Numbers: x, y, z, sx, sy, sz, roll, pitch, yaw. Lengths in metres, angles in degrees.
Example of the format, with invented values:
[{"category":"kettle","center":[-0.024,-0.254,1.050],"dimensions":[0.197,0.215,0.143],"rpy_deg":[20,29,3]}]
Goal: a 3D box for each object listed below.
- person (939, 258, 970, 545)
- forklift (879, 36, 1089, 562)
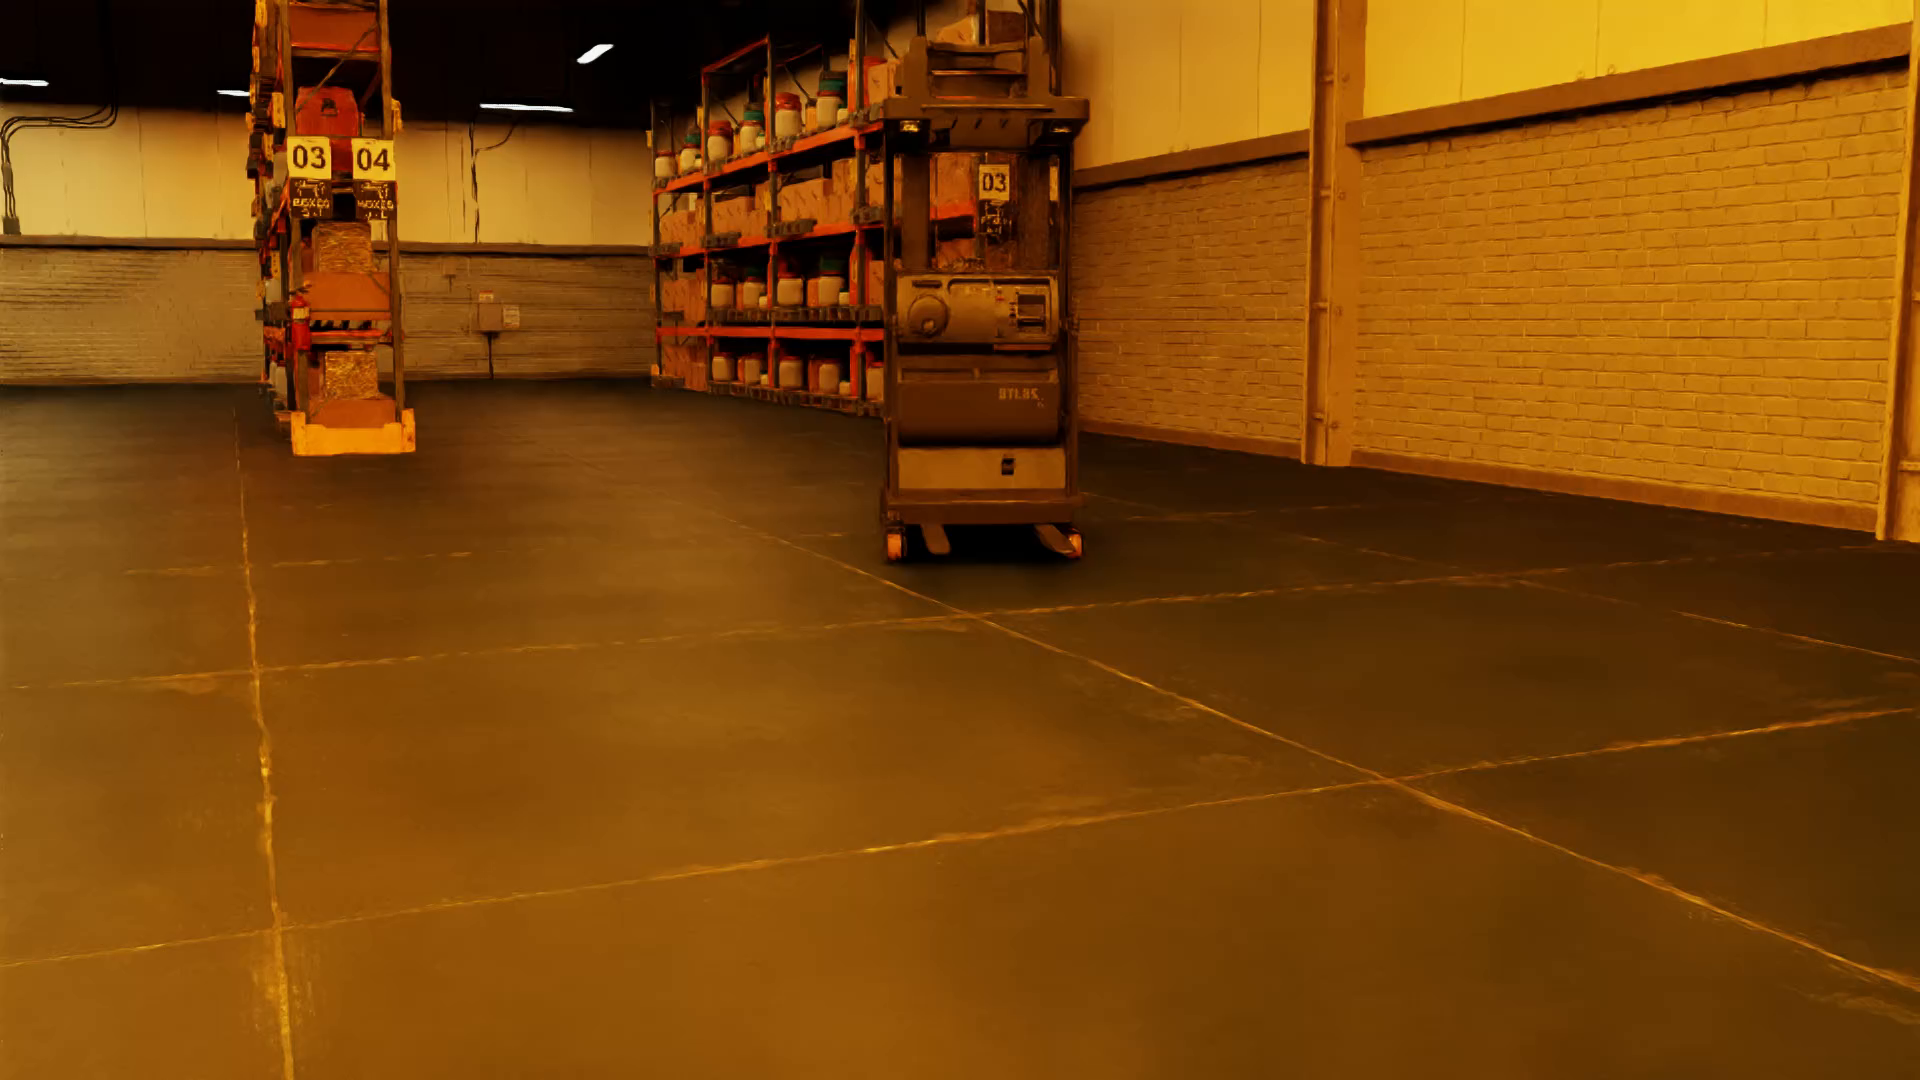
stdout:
[{"category":"person","center":[0.017,-0.841,9.987],"dimensions":[0.586,1.694,0.571],"rpy_deg":[-3,8,-23]},{"category":"forklift","center":[0.118,-1.371,9.340],"dimensions":[1.130,2.935,3.031],"rpy_deg":[0,8,-4]}]
